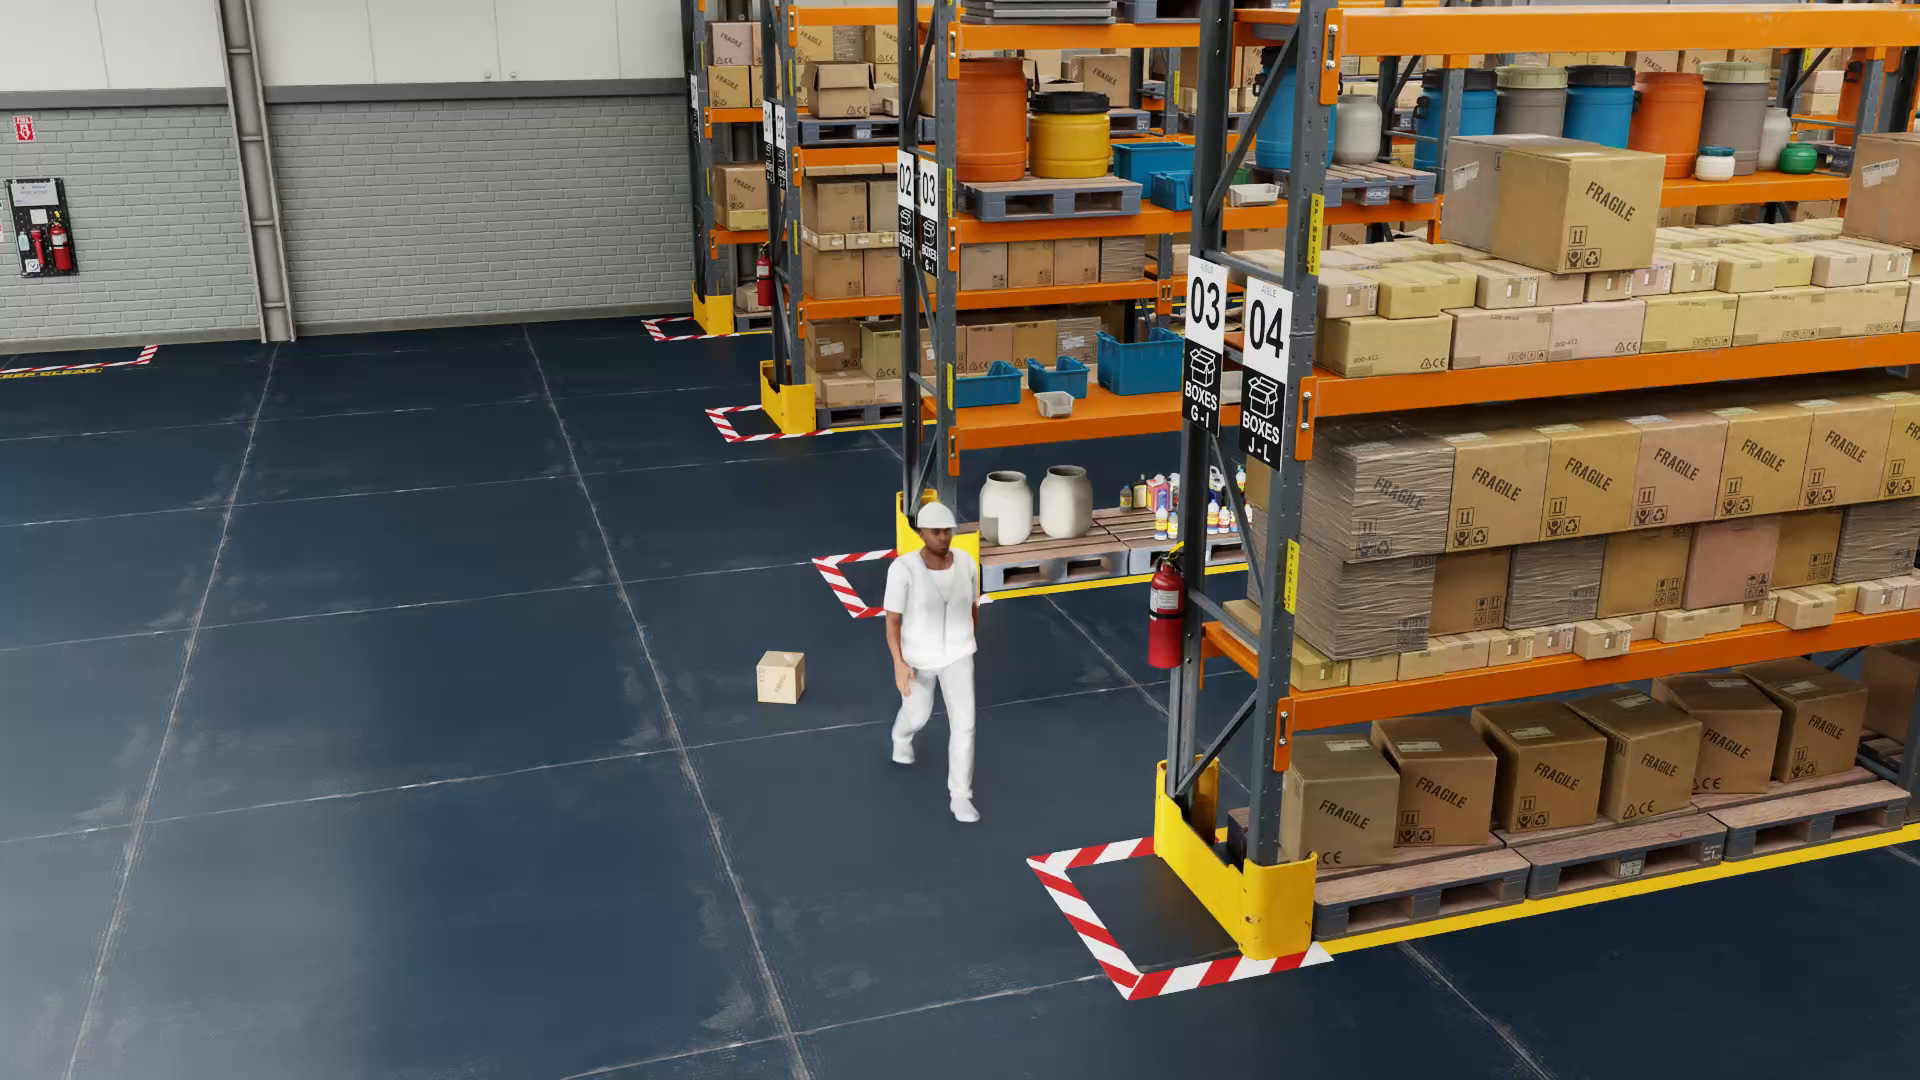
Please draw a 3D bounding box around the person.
[{"bbox_3d":[-0.141,0.627,9.230,0.569,1.721,1.005,-5,20,-15],"label":"person"}]
